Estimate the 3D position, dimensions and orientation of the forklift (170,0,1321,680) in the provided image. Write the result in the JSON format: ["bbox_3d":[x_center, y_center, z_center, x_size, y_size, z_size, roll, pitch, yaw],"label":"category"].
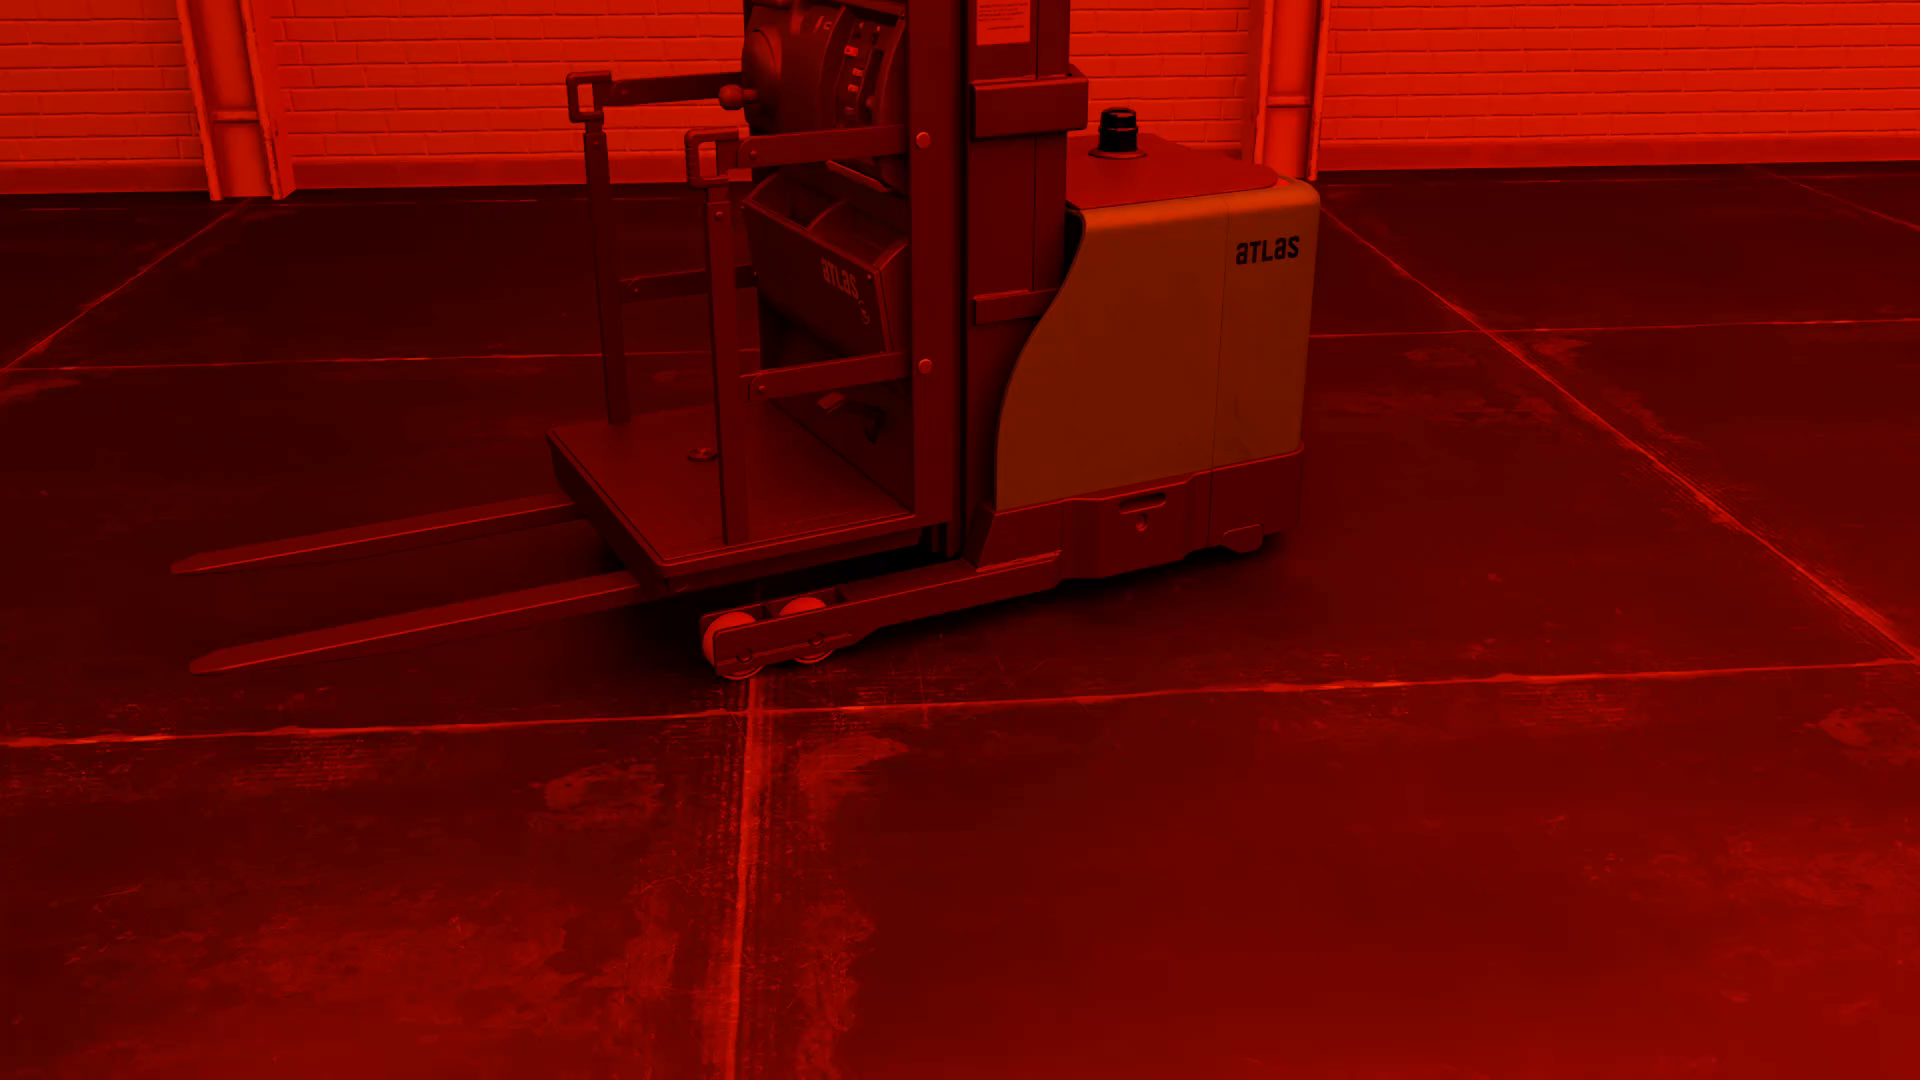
[{"bbox_3d":[-0.541,-1.232,4.160,3.031,2.935,1.130,-12,26,-25],"label":"forklift"}]
